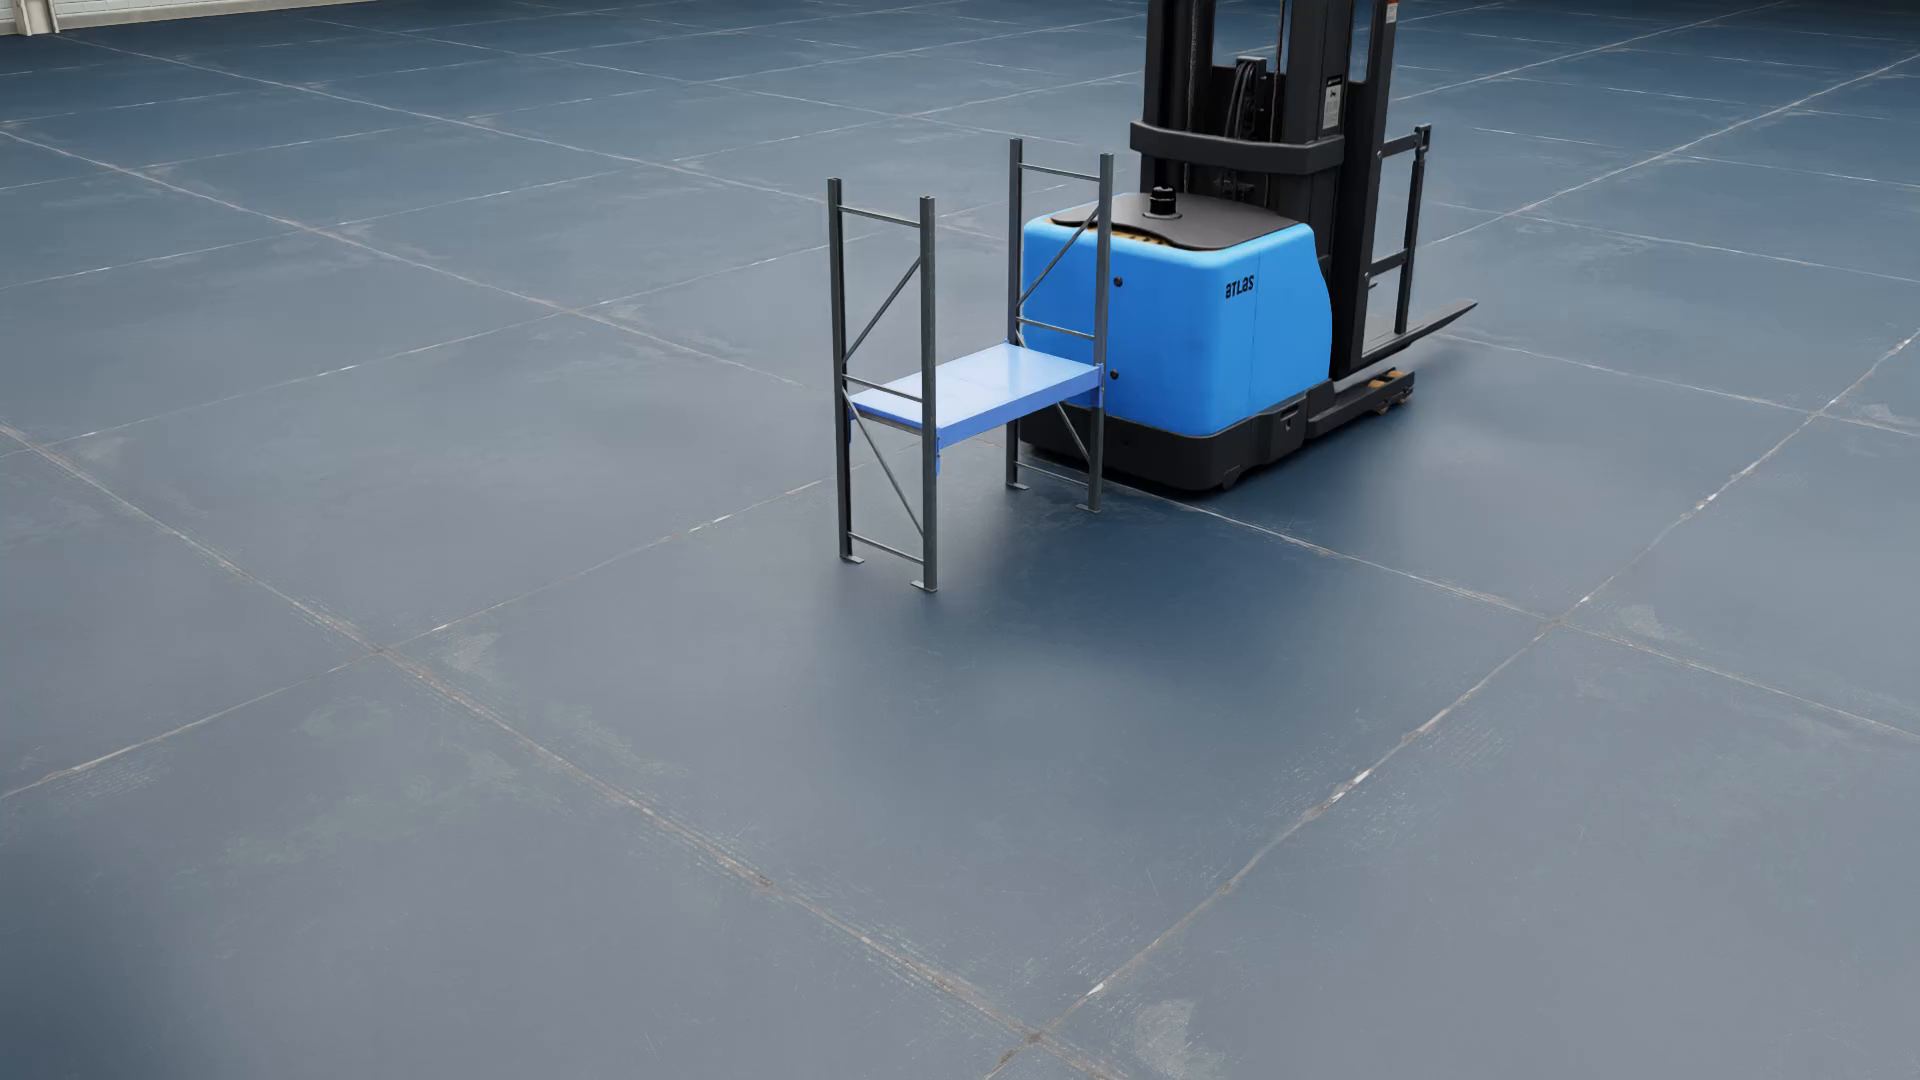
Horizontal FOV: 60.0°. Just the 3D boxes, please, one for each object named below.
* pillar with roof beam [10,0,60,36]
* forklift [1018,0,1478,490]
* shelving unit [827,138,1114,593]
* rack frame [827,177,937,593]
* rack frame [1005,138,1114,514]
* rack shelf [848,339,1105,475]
[{"bbox_3d":[-8.484,-9.365,16.638,9.100,9.000,0.400,20,31,38],"label":"pillar with roof beam"},{"bbox_3d":[1.604,-2.071,7.786,1.130,2.935,3.031,20,31,37],"label":"forklift"},{"bbox_3d":[0.057,-0.710,6.501,0.538,1.500,1.048,20,31,38],"label":"shelving unit"},{"bbox_3d":[-0.282,-0.555,6.156,0.500,1.500,0.032,20,31,38],"label":"rack frame"},{"bbox_3d":[0.396,-0.865,6.847,0.500,1.500,0.032,20,31,38],"label":"rack frame"},{"bbox_3d":[0.057,-0.546,6.575,0.538,0.185,1.000,20,31,38],"label":"rack shelf"}]
